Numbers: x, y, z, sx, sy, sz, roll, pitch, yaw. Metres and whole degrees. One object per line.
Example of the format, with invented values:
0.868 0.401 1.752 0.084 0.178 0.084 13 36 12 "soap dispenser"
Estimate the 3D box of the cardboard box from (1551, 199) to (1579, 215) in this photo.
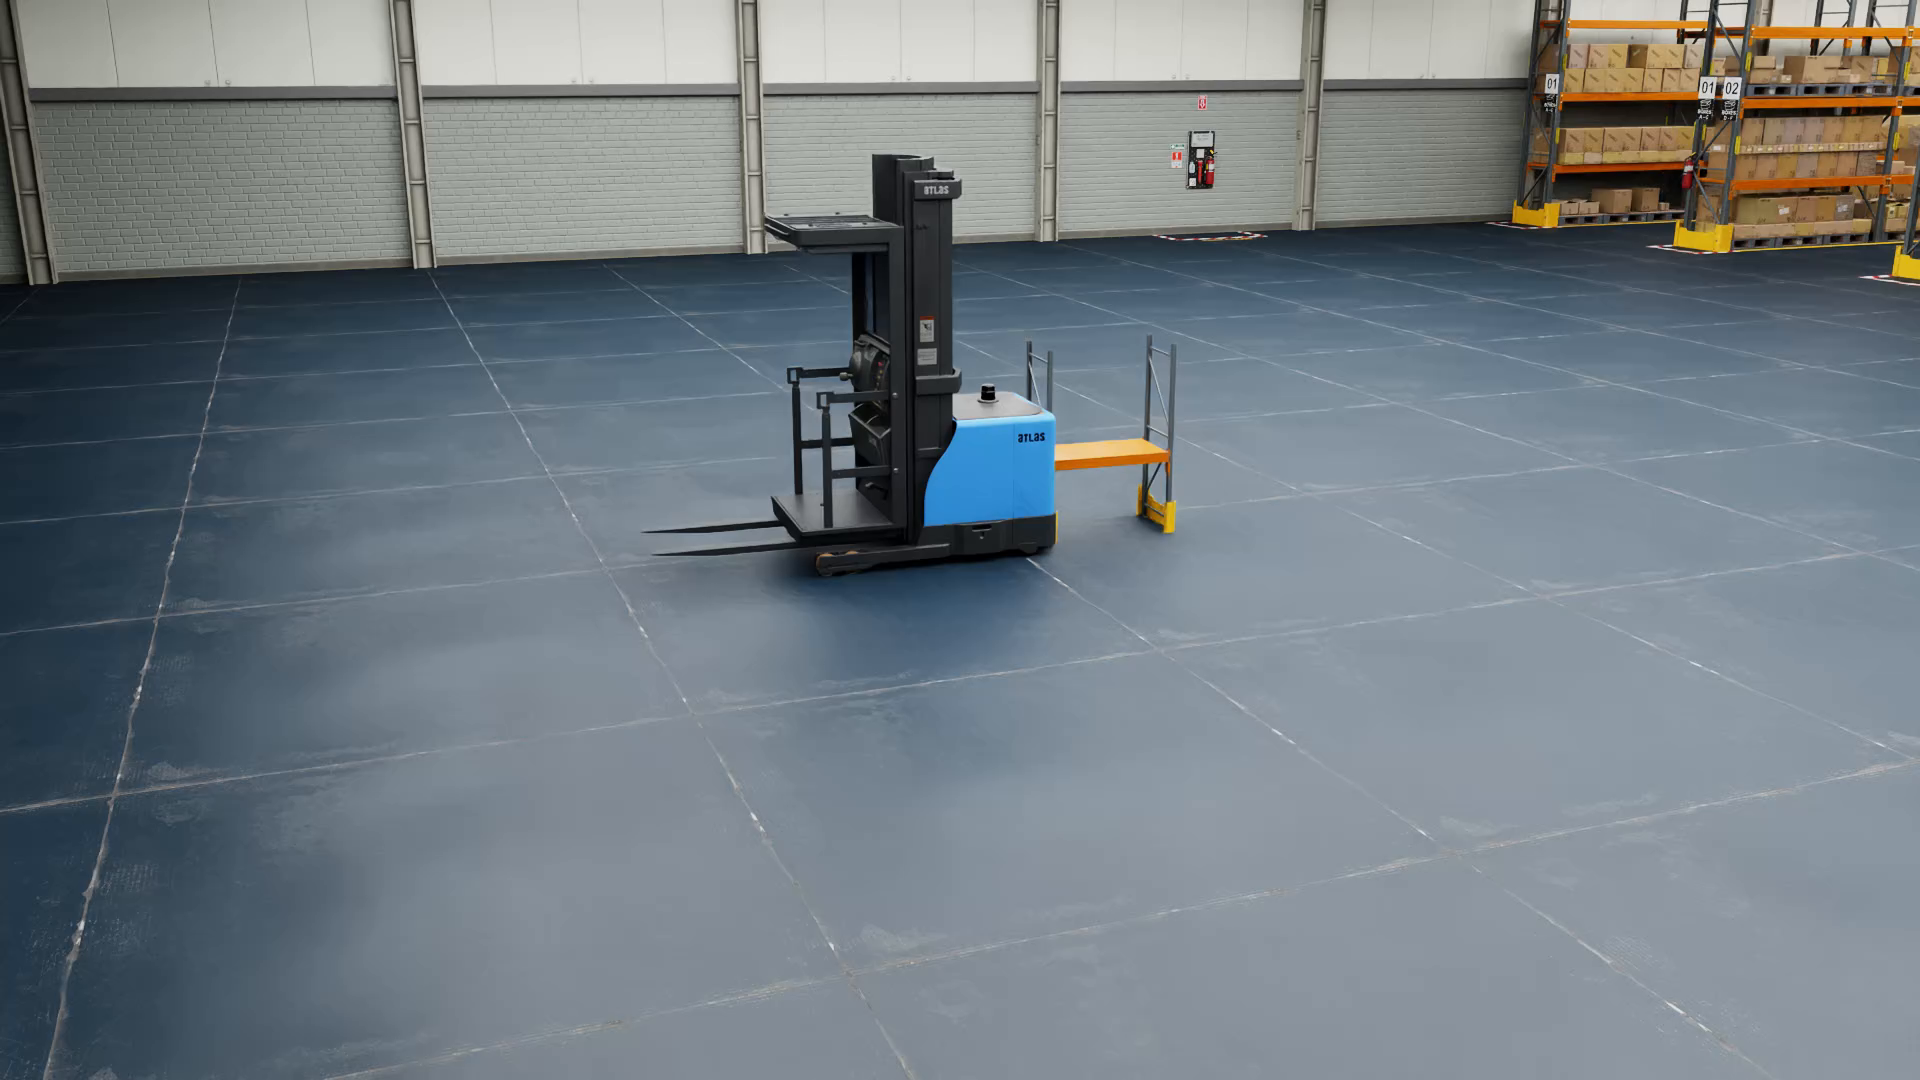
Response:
13.278 -7.359 36.696 0.500 0.311 0.500 -8 18 -26 "cardboard box"

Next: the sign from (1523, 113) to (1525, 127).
12.420 -9.247 36.519 0.005 0.325 0.100 -6 17 -20 "sign"

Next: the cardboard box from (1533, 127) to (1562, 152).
12.964 -8.793 36.487 0.500 0.500 0.500 -6 18 -21 "cardboard box"

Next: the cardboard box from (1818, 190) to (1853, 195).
17.566 -6.770 33.502 0.500 0.500 0.500 -6 17 -20 "cardboard box"

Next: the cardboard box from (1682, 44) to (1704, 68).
15.964 -10.650 36.600 0.500 0.500 0.500 -8 18 -25 "cardboard box"

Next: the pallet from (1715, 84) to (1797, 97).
15.045 -8.550 31.594 1.213 0.211 1.003 -6 17 -20 "pallet"

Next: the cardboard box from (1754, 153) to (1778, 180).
15.305 -7.235 32.104 0.500 0.500 0.700 -6 17 -19 "cardboard box"

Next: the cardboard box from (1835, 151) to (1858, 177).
17.209 -7.439 32.799 0.500 0.500 0.700 -6 18 -21 "cardboard box"

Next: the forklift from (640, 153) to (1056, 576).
-0.848 -1.309 12.226 3.031 2.935 1.130 -5 17 -17 "forklift"

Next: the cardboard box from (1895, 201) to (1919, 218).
19.055 -6.668 33.493 0.500 0.311 0.500 -6 18 -21 "cardboard box"

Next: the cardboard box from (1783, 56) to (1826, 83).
16.024 -8.940 31.595 0.500 0.500 0.500 -6 17 -20 "cardboard box"

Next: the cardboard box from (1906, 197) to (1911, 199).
19.808 -6.913 34.326 0.500 0.311 0.500 -6 18 -21 "cardboard box"

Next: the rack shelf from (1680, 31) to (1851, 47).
18.202 -11.338 37.594 4.000 0.370 1.077 -6 17 -20 "rack shelf"

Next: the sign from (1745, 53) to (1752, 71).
14.569 -8.839 30.729 0.005 0.325 0.100 -6 17 -20 "sign"

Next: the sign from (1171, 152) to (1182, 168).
4.467 -7.834 34.261 0.234 0.329 0.001 -6 17 -20 "sign"

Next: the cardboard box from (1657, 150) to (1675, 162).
15.533 -8.557 37.016 0.500 0.250 0.500 -6 17 -20 "cardboard box"

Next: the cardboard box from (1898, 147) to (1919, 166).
19.326 -7.666 33.574 0.500 0.500 0.500 -5 17 -16 "cardboard box"

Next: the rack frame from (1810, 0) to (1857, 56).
20.070 -12.077 38.123 0.127 3.000 1.000 -6 17 -20 "rack frame"

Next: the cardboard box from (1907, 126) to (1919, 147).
22.519 -9.587 39.550 0.500 0.500 0.500 -6 17 -20 "cardboard box"

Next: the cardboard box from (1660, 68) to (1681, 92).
15.475 -10.128 36.599 0.500 0.500 0.500 -8 18 -25 "cardboard box"

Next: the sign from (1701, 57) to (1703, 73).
14.195 -9.059 31.740 0.005 0.325 0.100 -6 17 -20 "sign"

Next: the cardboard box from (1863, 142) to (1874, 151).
17.702 -7.743 32.685 0.250 0.149 0.380 -7 18 -21 "cardboard box"

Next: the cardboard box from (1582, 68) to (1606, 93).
13.516 -9.901 35.826 0.500 0.500 0.500 -5 17 -16 "cardboard box"

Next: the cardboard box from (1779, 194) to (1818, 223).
16.358 -6.477 32.505 0.500 0.500 0.500 -6 17 -20 "cardboard box"

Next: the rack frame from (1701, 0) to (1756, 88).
14.376 -9.967 30.940 0.127 3.000 1.000 -6 17 -20 "rack frame"

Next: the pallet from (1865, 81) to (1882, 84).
20.652 -10.626 38.841 1.003 0.211 1.213 -5 17 -18 "pallet"

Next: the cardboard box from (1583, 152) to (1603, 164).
13.649 -8.351 36.315 0.500 0.250 0.500 -7 18 -22 "cardboard box"

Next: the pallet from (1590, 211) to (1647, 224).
14.579 -7.256 37.304 1.213 0.211 1.003 -6 17 -20 "pallet"

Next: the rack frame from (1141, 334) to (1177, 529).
1.578 -0.854 13.217 0.032 1.500 0.500 -5 17 -17 "rack frame"

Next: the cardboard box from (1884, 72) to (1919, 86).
18.690 -9.120 32.901 0.500 0.250 0.500 -4 17 -14 "cardboard box"

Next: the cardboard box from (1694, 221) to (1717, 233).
14.771 -6.103 32.562 0.500 0.250 0.500 -6 17 -20 "cardboard box"

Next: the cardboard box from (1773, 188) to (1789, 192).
18.894 -8.102 38.892 0.500 0.500 0.700 -6 17 -20 "cardboard box"

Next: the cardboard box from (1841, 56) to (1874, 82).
17.546 -9.266 32.706 0.500 0.500 0.500 -5 17 -16 "cardboard box"

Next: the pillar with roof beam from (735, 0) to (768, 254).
-2.324 -8.621 26.355 0.400 9.000 9.100 -6 17 -20 "pillar with roof beam"

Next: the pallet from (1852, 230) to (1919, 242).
18.785 -6.239 33.839 1.213 0.211 1.003 -6 17 -20 "pallet"

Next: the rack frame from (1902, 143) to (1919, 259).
16.145 -5.785 27.346 0.127 3.000 1.000 -6 17 -20 "rack frame"

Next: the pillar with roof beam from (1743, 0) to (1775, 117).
20.087 -11.041 34.595 0.400 9.000 9.100 -6 17 -20 "pillar with roof beam"

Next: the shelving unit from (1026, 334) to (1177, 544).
1.103 -0.811 13.070 1.083 1.500 0.587 -5 17 -17 "shelving unit"

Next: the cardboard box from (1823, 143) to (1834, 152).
16.747 -7.640 32.333 0.250 0.149 0.380 -6 17 -18 "cardboard box"

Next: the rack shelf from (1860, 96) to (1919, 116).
19.979 -8.788 33.524 4.000 0.370 1.077 -6 17 -20 "rack shelf"

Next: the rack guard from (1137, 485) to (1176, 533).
1.577 -0.255 13.393 0.087 0.250 0.587 -5 17 -17 "rack guard"

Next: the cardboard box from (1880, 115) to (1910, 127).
22.028 -9.895 39.270 0.500 0.250 0.500 -7 18 -21 "cardboard box"

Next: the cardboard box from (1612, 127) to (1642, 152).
14.581 -8.811 36.550 0.500 0.500 0.500 -6 17 -18 "cardboard box"

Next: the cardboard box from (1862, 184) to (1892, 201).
21.624 -8.495 39.642 0.750 0.750 0.750 -6 17 -20 "cardboard box"

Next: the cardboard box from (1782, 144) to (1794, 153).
15.783 -7.535 31.977 0.250 0.149 0.380 -7 18 -22 "cardboard box"

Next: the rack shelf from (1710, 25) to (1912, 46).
16.243 -9.632 31.784 4.000 0.370 1.077 -6 17 -20 "rack shelf"

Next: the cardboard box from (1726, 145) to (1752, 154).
14.819 -7.431 31.621 0.250 0.149 0.380 -6 18 -20 "cardboard box"

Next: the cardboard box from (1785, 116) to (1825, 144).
16.293 -7.964 32.287 0.500 0.500 0.700 -6 17 -20 "cardboard box"

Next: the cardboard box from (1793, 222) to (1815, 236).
16.357 -6.117 32.612 0.500 0.250 0.500 -6 17 -20 "cardboard box"

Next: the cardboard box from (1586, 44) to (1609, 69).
13.533 -10.380 35.683 0.500 0.500 0.500 -6 18 -21 "cardboard box"

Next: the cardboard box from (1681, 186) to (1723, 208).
17.016 -7.885 38.153 0.500 0.500 0.700 -6 17 -18 "cardboard box"

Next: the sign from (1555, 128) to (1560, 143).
12.794 -8.664 35.614 0.005 0.325 0.100 -6 17 -20 "sign"

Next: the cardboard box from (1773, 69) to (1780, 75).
15.357 -8.910 31.936 0.500 0.250 0.500 -6 17 -20 "cardboard box"

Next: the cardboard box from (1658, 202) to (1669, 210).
15.846 -7.585 37.722 0.250 0.166 0.380 -9 18 -27 "cardboard box"

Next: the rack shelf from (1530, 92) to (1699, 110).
14.467 -9.687 36.587 4.000 0.370 1.077 -6 17 -20 "rack shelf"

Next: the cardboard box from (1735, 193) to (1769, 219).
15.699 -6.568 32.815 0.500 0.500 0.500 -6 17 -20 "cardboard box"
